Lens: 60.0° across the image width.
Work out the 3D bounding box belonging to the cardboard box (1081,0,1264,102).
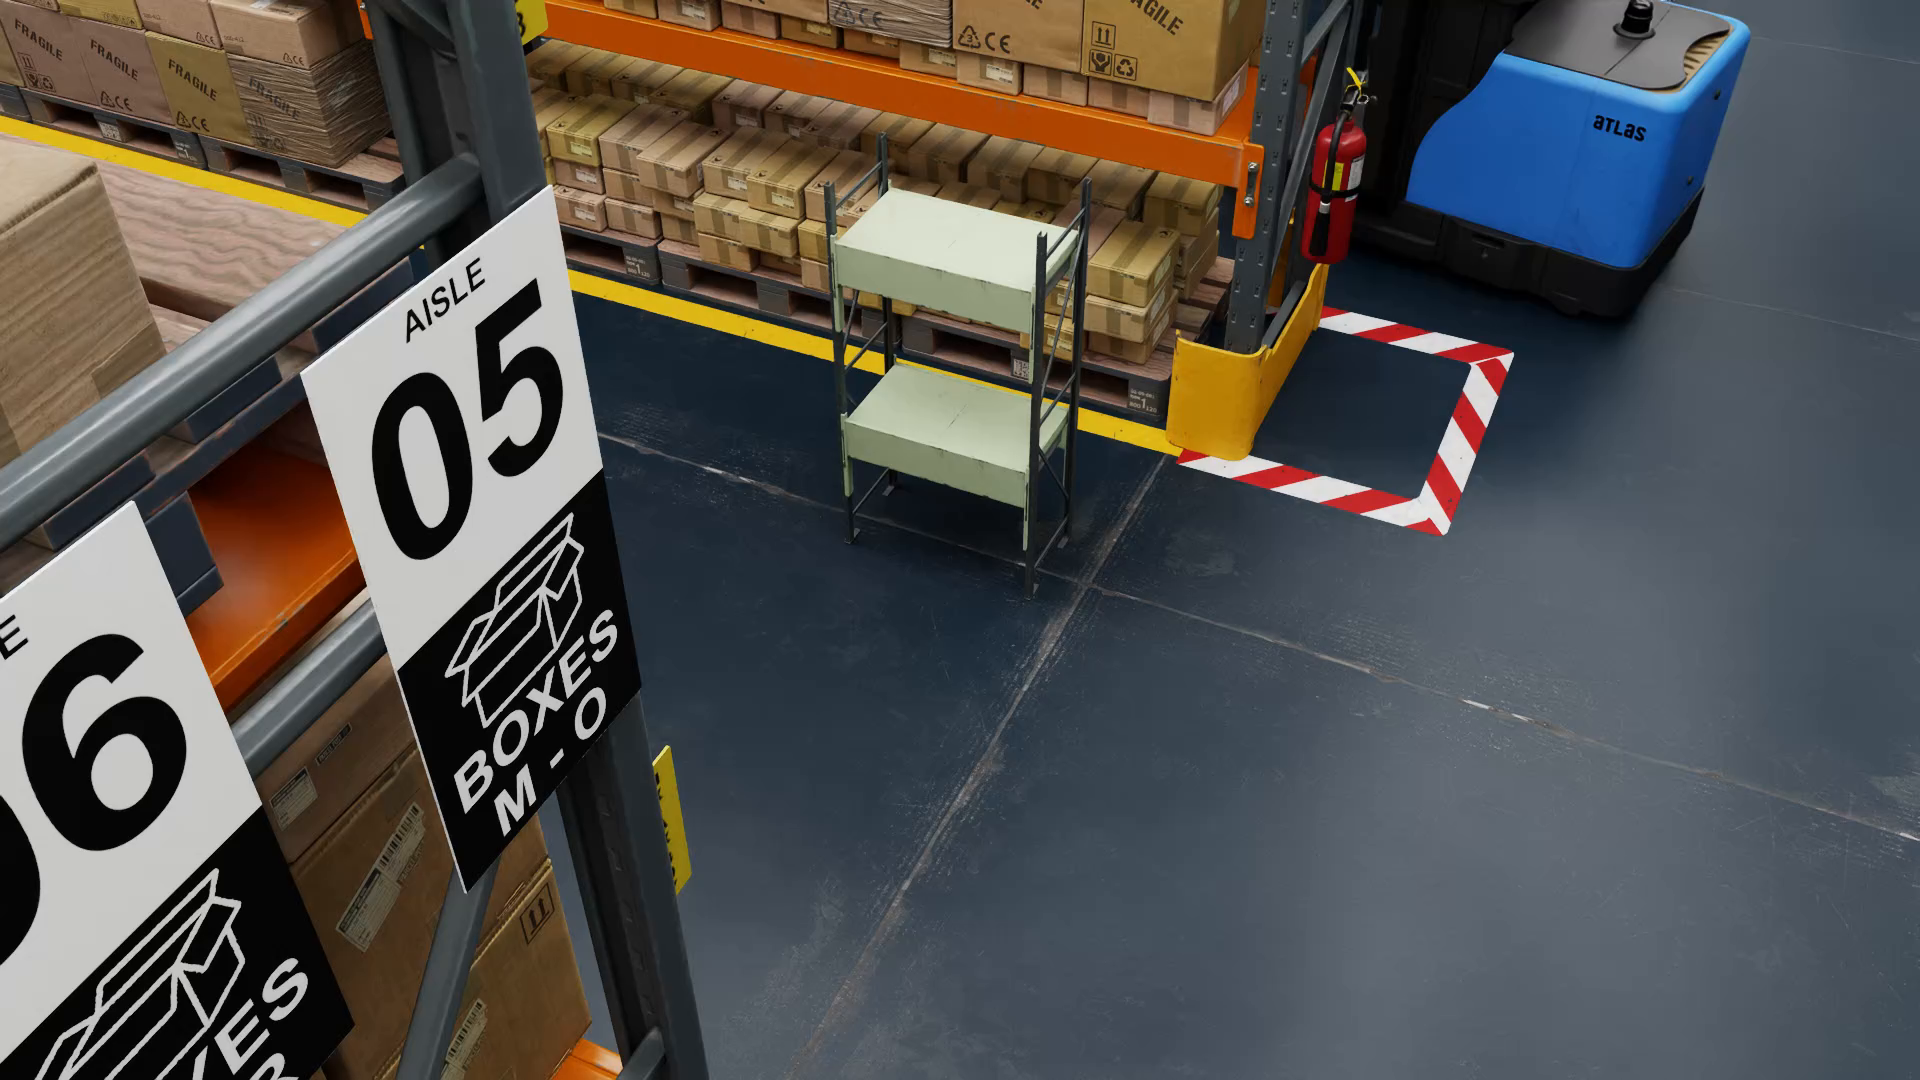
[{"bbox_3d":[0.766,-1.928,5.881,0.500,0.500,0.500,18,44,19],"label":"cardboard box"}]

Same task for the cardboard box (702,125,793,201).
[{"bbox_3d":[-0.920,-1.645,7.260,0.250,0.149,0.380,15,43,17],"label":"cardboard box"}]

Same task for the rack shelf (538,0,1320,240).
[{"bbox_3d":[-0.531,-2.088,6.918,4.000,0.370,1.077,17,44,19],"label":"rack shelf"}]

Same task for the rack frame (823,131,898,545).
[{"bbox_3d":[-0.338,-0.670,5.878,0.023,1.500,0.400,17,44,19],"label":"rack frame"}]

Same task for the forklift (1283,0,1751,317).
[{"bbox_3d":[1.956,-2.859,7.311,3.031,2.935,1.130,25,47,26],"label":"forklift"}]

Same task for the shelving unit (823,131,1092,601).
[{"bbox_3d":[-0.006,-0.569,5.761,0.755,1.500,0.431,17,44,19],"label":"shelving unit"}]

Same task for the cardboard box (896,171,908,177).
[{"bbox_3d":[-0.299,-1.625,7.464,0.250,0.149,0.380,19,44,21],"label":"cardboard box"}]

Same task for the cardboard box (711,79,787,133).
[{"bbox_3d":[-0.947,-2.026,7.699,0.250,0.149,0.380,15,43,17],"label":"cardboard box"}]

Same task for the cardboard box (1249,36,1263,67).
[{"bbox_3d":[1.127,-1.996,6.454,0.250,0.149,0.380,17,44,18],"label":"cardboard box"}]

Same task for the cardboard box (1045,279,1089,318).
[{"bbox_3d":[0.469,-1.081,6.836,0.250,0.149,0.380,16,43,18],"label":"cardboard box"}]

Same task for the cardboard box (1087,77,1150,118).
[{"bbox_3d":[0.657,-1.725,6.142,0.250,0.149,0.380,17,44,19],"label":"cardboard box"}]

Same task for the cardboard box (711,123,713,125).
[{"bbox_3d":[-1.237,-1.950,7.839,0.250,0.149,0.380,17,44,19],"label":"cardboard box"}]

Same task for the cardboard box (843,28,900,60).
[{"bbox_3d":[-0.263,-2.043,6.508,0.250,0.149,0.380,15,43,17],"label":"cardboard box"}]

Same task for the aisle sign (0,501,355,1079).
[{"bbox_3d":[-0.786,0.381,1.535,0.004,0.787,0.394,17,44,19],"label":"aisle sign"}]

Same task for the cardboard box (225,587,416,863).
[{"bbox_3d":[-0.924,0.237,2.352,0.250,0.149,0.380,18,44,20],"label":"cardboard box"}]

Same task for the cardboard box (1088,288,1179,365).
[{"bbox_3d":[0.716,-0.910,6.865,0.250,0.149,0.380,18,44,19],"label":"cardboard box"}]

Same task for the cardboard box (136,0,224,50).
[{"bbox_3d":[-3.585,-2.618,7.995,0.500,0.250,0.500,19,44,21],"label":"cardboard box"}]

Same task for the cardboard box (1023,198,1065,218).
[{"bbox_3d":[0.432,-1.422,7.229,0.250,0.149,0.380,18,44,19],"label":"cardboard box"}]

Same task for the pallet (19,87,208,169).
[{"bbox_3d":[-4.159,-2.412,8.871,1.213,0.211,1.003,17,44,19],"label":"pallet"}]

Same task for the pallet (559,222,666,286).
[{"bbox_3d":[-1.720,-1.695,8.045,1.213,0.211,1.003,17,44,19],"label":"pallet"}]

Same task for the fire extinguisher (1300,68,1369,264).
[{"bbox_3d":[1.315,-1.292,5.795,0.183,0.674,0.296,17,44,19],"label":"fire extinguisher"}]

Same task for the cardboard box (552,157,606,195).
[{"bbox_3d":[-1.647,-1.754,7.613,0.250,0.149,0.380,17,44,18],"label":"cardboard box"}]

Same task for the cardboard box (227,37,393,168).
[{"bbox_3d":[-3.120,-2.183,8.067,0.500,0.500,0.500,16,43,18],"label":"cardboard box"}]

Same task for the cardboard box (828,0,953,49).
[{"bbox_3d":[-0.162,-2.208,6.204,0.500,0.500,0.500,17,44,19],"label":"cardboard box"}]

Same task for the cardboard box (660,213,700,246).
[{"bbox_3d":[-1.151,-1.498,7.544,0.250,0.149,0.380,15,43,17],"label":"cardboard box"}]

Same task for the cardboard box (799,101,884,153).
[{"bbox_3d":[-0.519,-1.825,7.467,0.250,0.149,0.380,17,44,19],"label":"cardboard box"}]

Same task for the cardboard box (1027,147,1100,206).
[{"bbox_3d":[0.476,-1.610,7.219,0.250,0.149,0.380,17,44,19],"label":"cardboard box"}]

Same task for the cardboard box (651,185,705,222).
[{"bbox_3d":[-1.164,-1.588,7.421,0.250,0.149,0.380,19,44,21],"label":"cardboard box"}]

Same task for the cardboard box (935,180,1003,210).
[{"bbox_3d":[-0.005,-1.318,6.882,0.250,0.149,0.380,15,43,17],"label":"cardboard box"}]

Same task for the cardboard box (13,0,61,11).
[{"bbox_3d":[-4.543,-2.899,8.320,0.500,0.250,0.500,17,44,19],"label":"cardboard box"}]

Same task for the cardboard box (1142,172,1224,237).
[{"bbox_3d":[0.950,-1.459,7.045,0.250,0.149,0.380,15,43,17],"label":"cardboard box"}]

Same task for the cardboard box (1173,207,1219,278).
[{"bbox_3d":[0.915,-1.297,7.086,0.250,0.149,0.380,19,44,20],"label":"cardboard box"}]

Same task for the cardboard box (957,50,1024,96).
[{"bbox_3d":[0.182,-1.842,6.277,0.250,0.149,0.380,18,44,20],"label":"cardboard box"}]

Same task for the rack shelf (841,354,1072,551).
[{"bbox_3d":[-0.006,-0.322,5.974,0.720,0.370,0.431,17,44,19],"label":"rack shelf"}]

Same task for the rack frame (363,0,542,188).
[{"bbox_3d":[-2.343,-2.914,7.322,0.127,3.000,1.000,17,44,19],"label":"rack frame"}]

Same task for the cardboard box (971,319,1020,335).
[{"bbox_3d":[0.238,-1.045,7.021,0.250,0.149,0.380,17,44,18],"label":"cardboard box"}]

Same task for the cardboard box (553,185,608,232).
[{"bbox_3d":[-1.661,-1.592,7.653,0.250,0.149,0.380,17,44,18],"label":"cardboard box"}]

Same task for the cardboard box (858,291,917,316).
[{"bbox_3d":[-0.249,-1.139,7.130,0.250,0.149,0.380,15,43,17],"label":"cardboard box"}]

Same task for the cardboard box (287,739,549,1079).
[{"bbox_3d":[-1.034,0.442,2.610,0.500,0.500,0.500,16,43,18],"label":"cardboard box"}]

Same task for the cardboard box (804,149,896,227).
[{"bbox_3d":[-0.464,-1.498,7.090,0.250,0.149,0.380,16,43,17],"label":"cardboard box"}]

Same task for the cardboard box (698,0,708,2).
[{"bbox_3d":[-1.108,-2.484,6.522,0.500,0.500,0.500,16,43,18],"label":"cardboard box"}]

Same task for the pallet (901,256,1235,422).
[{"bbox_3d":[0.492,-1.019,7.265,1.213,0.211,1.003,17,44,19],"label":"pallet"}]

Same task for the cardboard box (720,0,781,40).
[{"bbox_3d":[-0.748,-2.164,6.648,0.250,0.149,0.380,19,44,20],"label":"cardboard box"}]

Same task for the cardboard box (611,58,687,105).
[{"bbox_3d":[-1.434,-2.164,7.858,0.250,0.149,0.380,17,44,18],"label":"cardboard box"}]

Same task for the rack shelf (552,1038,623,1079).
[{"bbox_3d":[-2.532,0.878,3.496,4.000,0.370,1.077,17,44,19],"label":"rack shelf"}]

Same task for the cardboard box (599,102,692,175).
[{"bbox_3d":[-1.398,-1.791,7.428,0.250,0.149,0.380,16,43,18],"label":"cardboard box"}]

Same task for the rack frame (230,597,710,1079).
[{"bbox_3d":[-0.720,1.160,2.622,0.127,3.000,1.000,17,44,19],"label":"rack frame"}]

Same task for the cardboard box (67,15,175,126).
[{"bbox_3d":[-4.048,-2.470,8.398,0.500,0.500,0.500,16,43,18],"label":"cardboard box"}]

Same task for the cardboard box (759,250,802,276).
[{"bbox_3d":[-0.686,-1.341,7.363,0.250,0.149,0.380,18,44,20],"label":"cardboard box"}]

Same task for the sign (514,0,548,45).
[{"bbox_3d":[-0.480,-0.662,1.705,0.005,0.325,0.100,17,44,19],"label":"sign"}]

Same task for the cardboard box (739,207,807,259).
[{"bbox_3d":[-0.749,-1.397,7.201,0.250,0.149,0.380,17,44,19],"label":"cardboard box"}]

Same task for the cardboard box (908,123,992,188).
[{"bbox_3d":[-0.031,-1.712,7.337,0.250,0.149,0.380,19,44,20],"label":"cardboard box"}]

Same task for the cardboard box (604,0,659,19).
[{"bbox_3d":[-1.251,-2.289,6.792,0.250,0.149,0.380,18,44,19],"label":"cardboard box"}]

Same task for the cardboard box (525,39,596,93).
[{"bbox_3d":[-1.911,-2.276,7.988,0.250,0.149,0.380,18,44,20],"label":"cardboard box"}]

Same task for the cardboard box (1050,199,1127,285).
[{"bbox_3d":[0.491,-1.212,6.760,0.250,0.149,0.380,18,44,19],"label":"cardboard box"}]

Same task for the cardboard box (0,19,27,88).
[{"bbox_3d":[-4.978,-2.751,8.722,0.500,0.500,0.500,17,44,19],"label":"cardboard box"}]

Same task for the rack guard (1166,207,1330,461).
[{"bbox_3d":[1.213,-0.883,6.887,0.348,0.500,1.175,17,44,19],"label":"rack guard"}]

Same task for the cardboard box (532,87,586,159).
[{"bbox_3d":[-1.894,-1.890,7.542,0.250,0.149,0.380,19,44,21],"label":"cardboard box"}]
